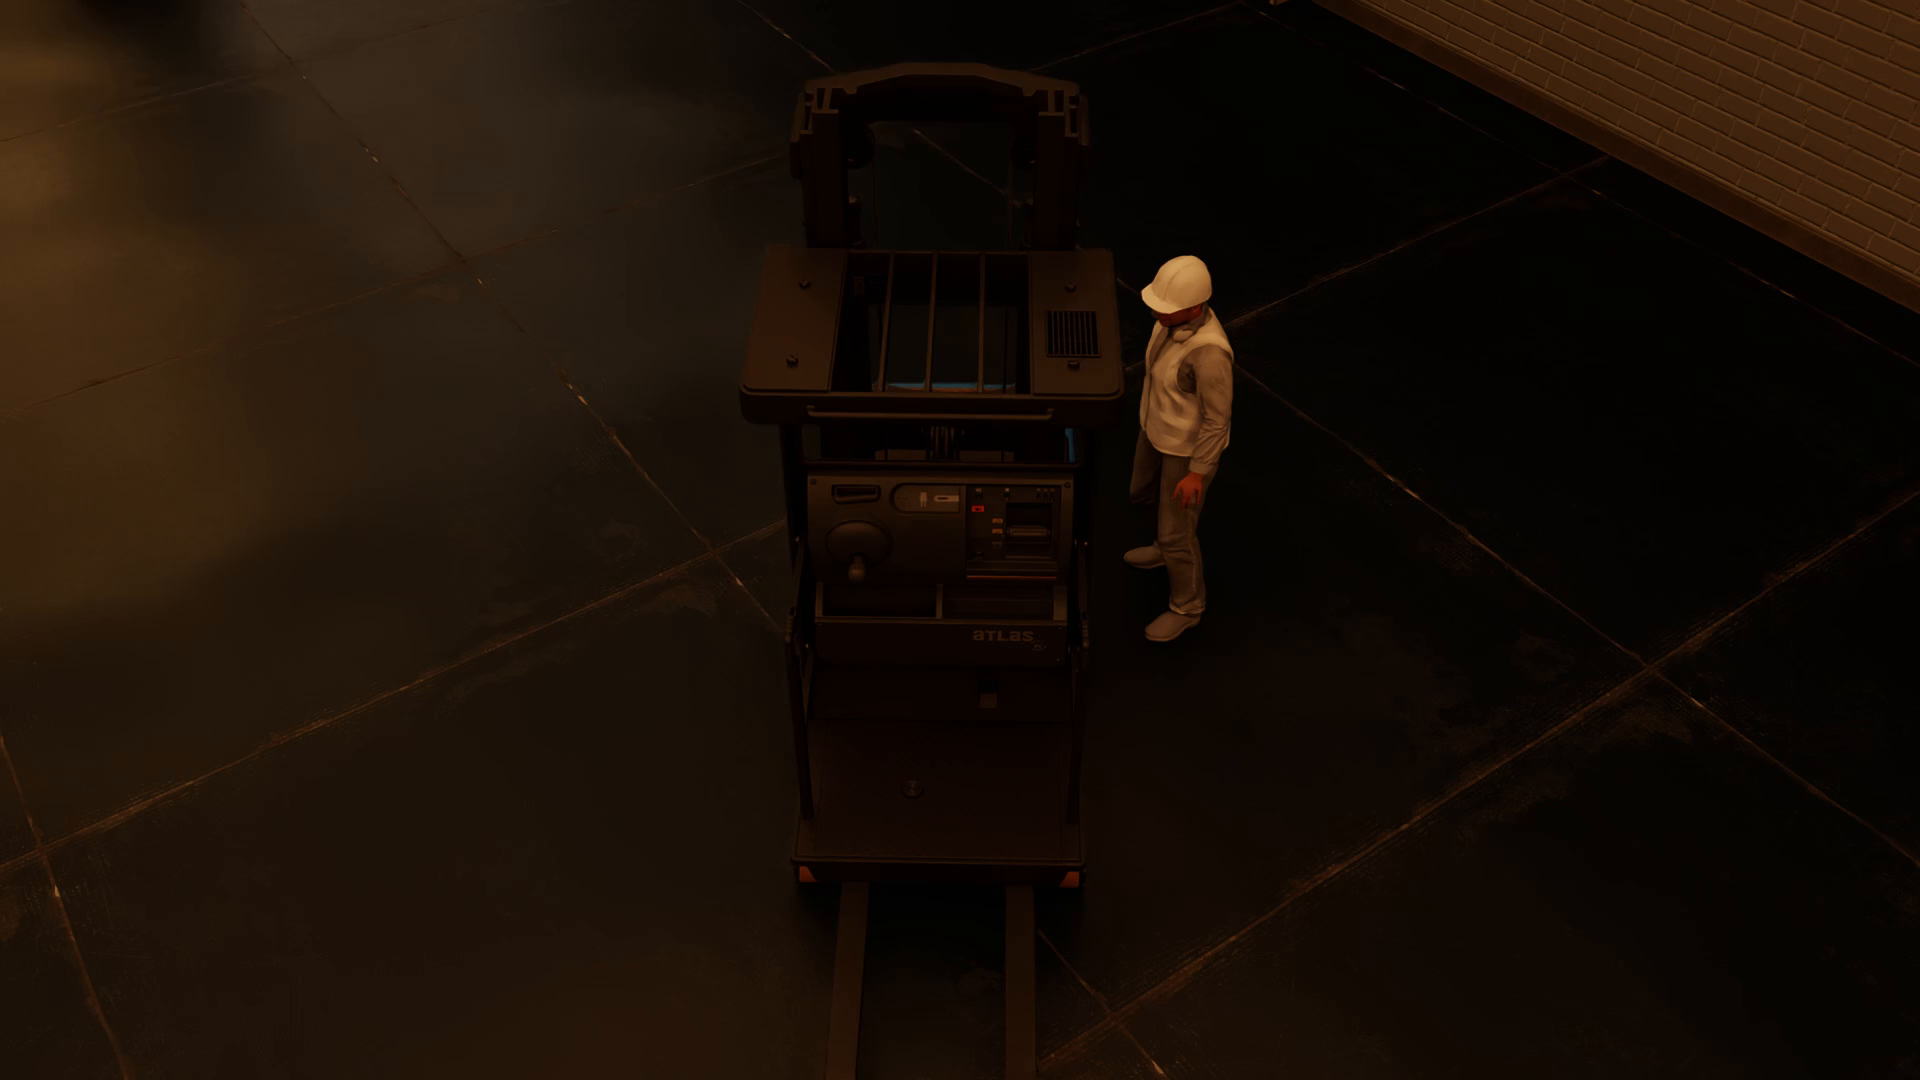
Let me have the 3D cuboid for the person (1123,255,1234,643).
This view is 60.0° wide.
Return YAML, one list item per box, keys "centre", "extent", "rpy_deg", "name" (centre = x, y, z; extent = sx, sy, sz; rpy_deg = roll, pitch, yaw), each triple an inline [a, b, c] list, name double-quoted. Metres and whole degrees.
- centre: [0.920, -0.453, 7.080]
  extent: [0.421, 1.748, 0.763]
  rpy_deg: [-12, 44, -12]
  name: "person"

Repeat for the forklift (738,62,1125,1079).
- centre: [-0.071, 0.041, 5.671]
  extent: [1.130, 2.935, 3.031]
  rpy_deg: [1, 43, 1]
  name: "forklift"
